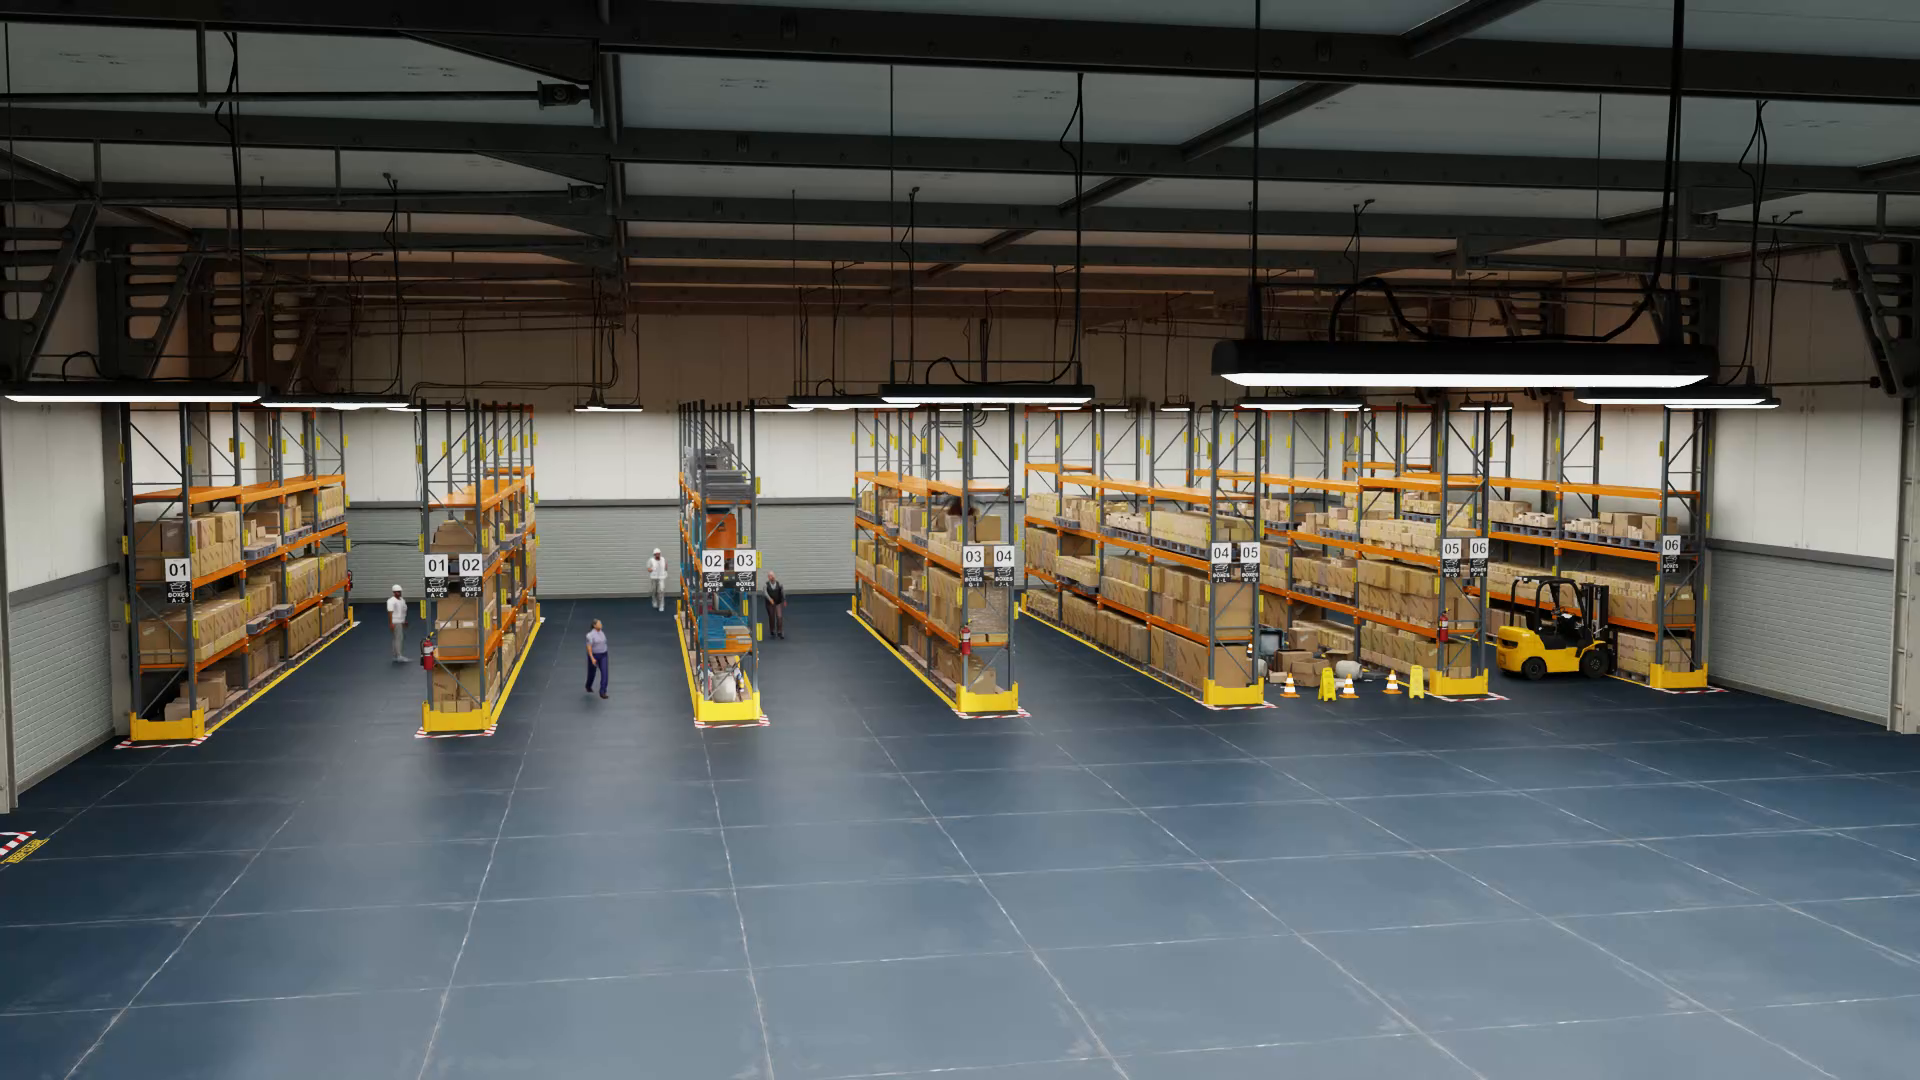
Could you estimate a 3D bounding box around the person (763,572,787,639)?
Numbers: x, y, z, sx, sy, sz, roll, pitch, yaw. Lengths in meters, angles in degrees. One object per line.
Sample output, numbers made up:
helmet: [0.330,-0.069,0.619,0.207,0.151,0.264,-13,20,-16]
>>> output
person: [-4.733,1.661,42.674,0.640,1.697,0.834,-1,4,-15]

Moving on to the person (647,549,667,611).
person: [-8.876,1.156,48.766,0.616,1.811,0.805,-1,4,-13]

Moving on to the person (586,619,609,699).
person: [-7.352,2.389,33.634,0.464,1.572,0.898,-2,5,-24]

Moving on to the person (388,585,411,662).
person: [-13.012,1.925,38.658,0.493,1.768,0.595,0,4,-4]
